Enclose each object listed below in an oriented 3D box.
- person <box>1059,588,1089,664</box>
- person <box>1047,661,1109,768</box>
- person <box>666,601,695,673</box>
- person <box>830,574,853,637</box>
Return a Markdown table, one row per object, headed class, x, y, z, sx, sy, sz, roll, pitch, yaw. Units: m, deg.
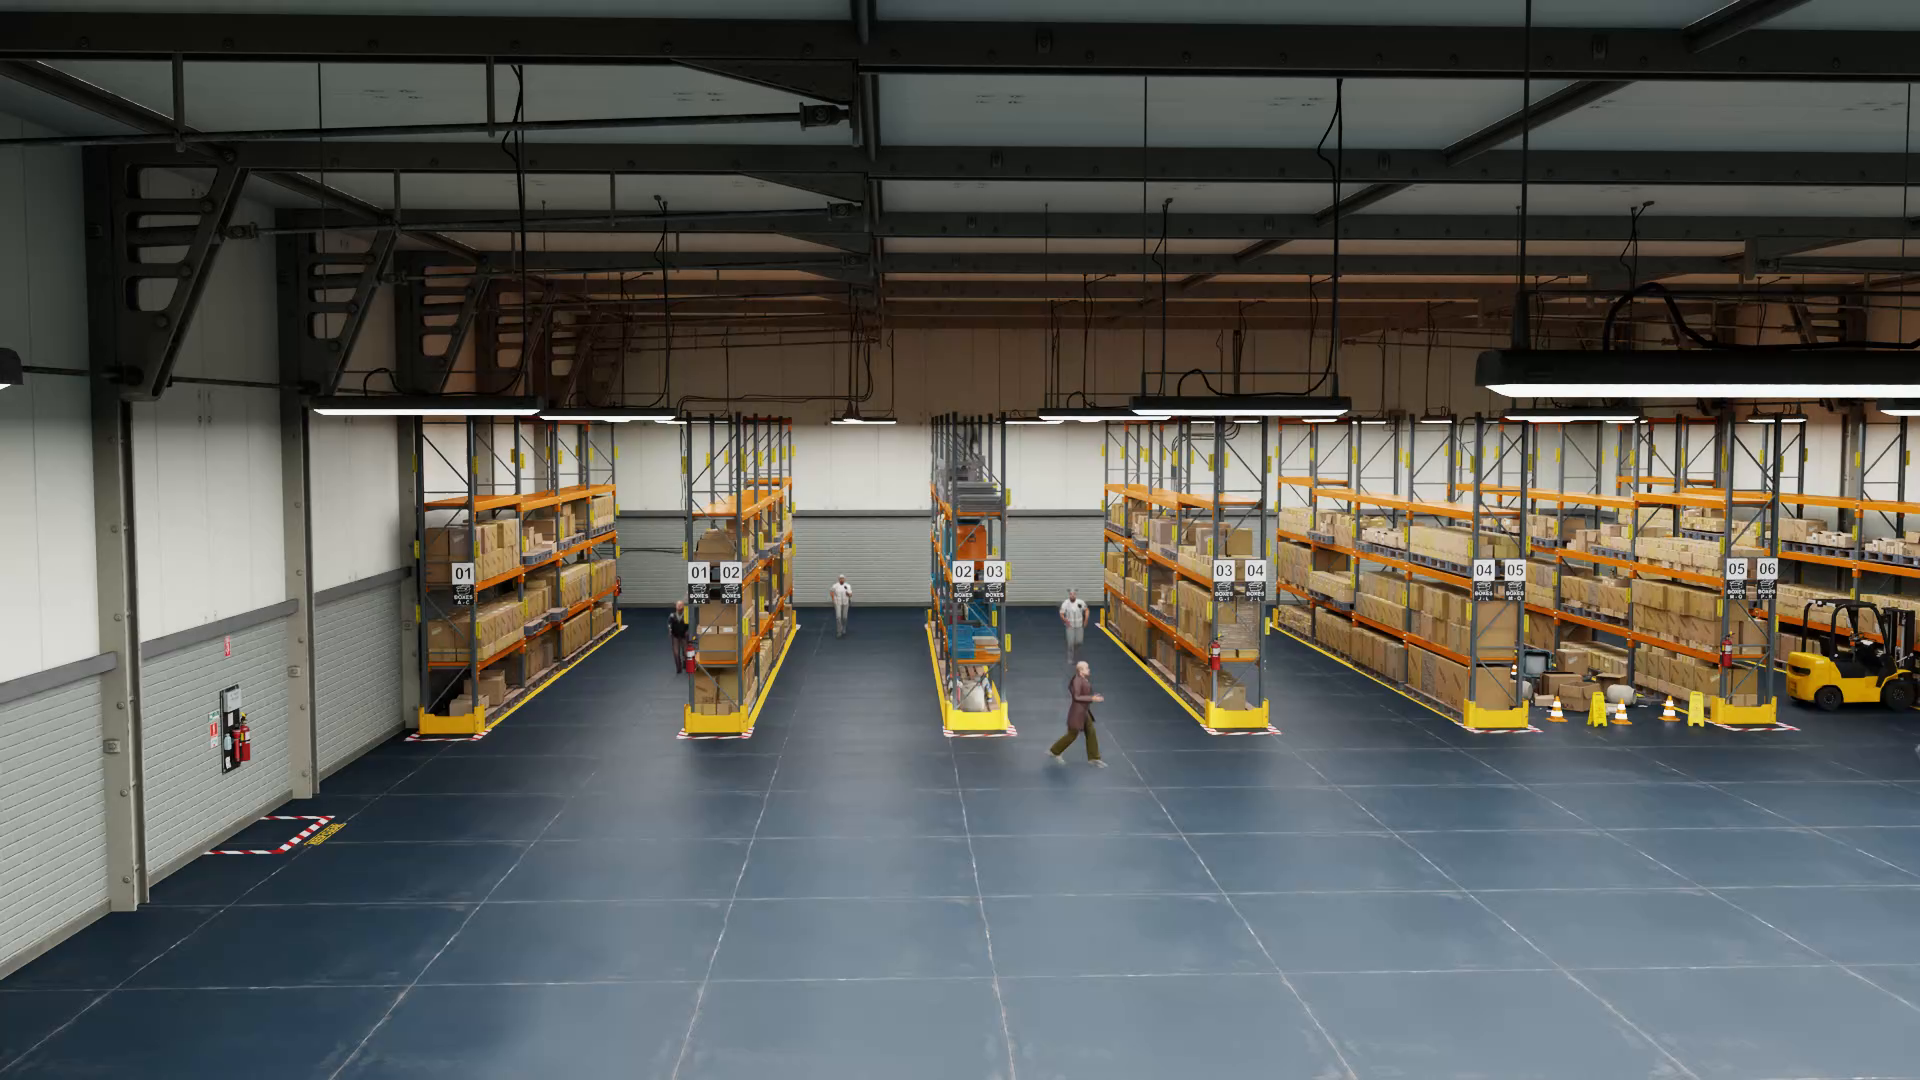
| class | x | y | z | sx | sy | sz | roll | pitch | yaw |
| --- | --- | --- | --- | --- | --- | --- | --- | --- | --- |
| person | 2.627 | 1.973 | 38.210 | 0.685 | 1.771 | 0.626 | 0 | 4 | -2 |
| person | 1.974 | 2.920 | 27.882 | 1.040 | 1.790 | 0.673 | 1 | 4 | 20 |
| person | -6.504 | 2.258 | 38.635 | 0.656 | 1.671 | 0.606 | 0 | 4 | -3 |
| person | -3.242 | 1.797 | 45.570 | 0.589 | 1.722 | 0.719 | -1 | 4 | -11 |
